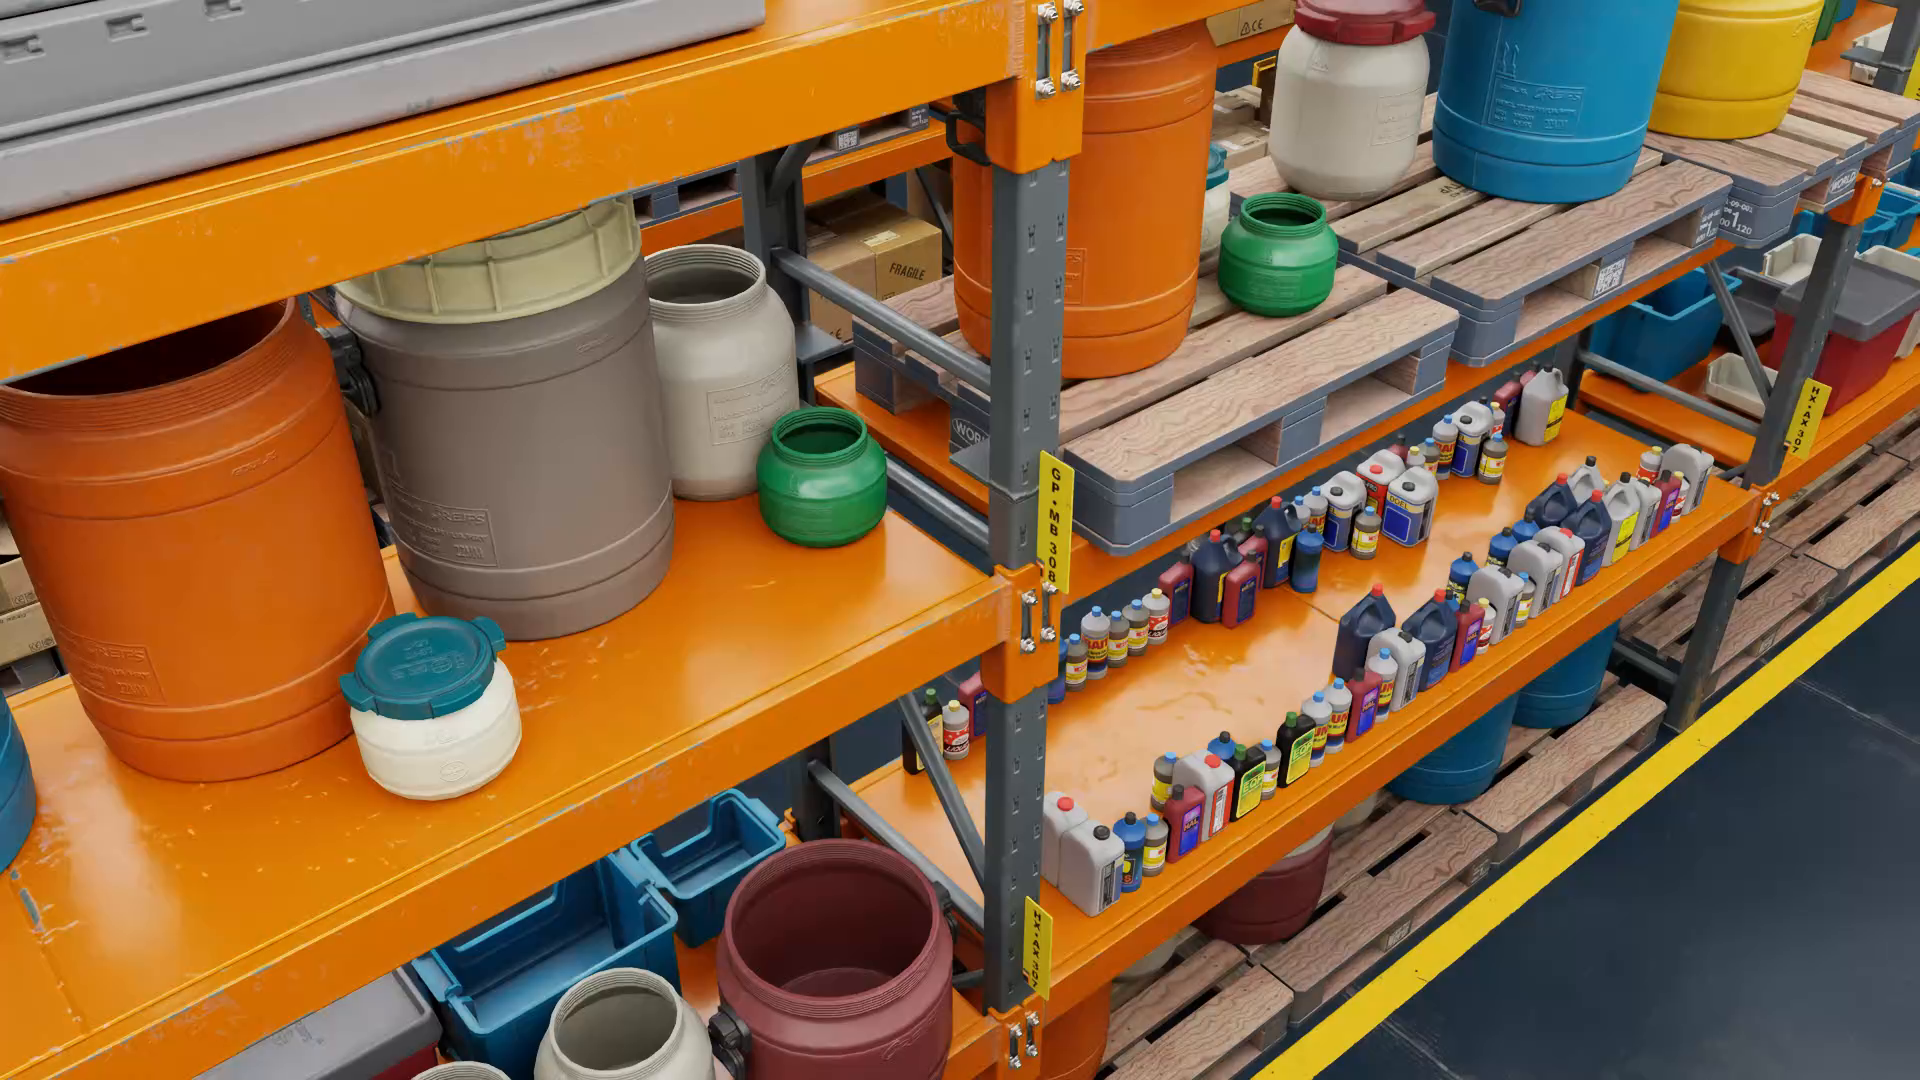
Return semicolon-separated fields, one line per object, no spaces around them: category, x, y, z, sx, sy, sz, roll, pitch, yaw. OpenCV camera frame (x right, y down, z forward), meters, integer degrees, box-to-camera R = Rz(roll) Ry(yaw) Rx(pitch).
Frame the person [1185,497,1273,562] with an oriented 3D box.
person;1.273;-0.334;7.530;0.556;1.762;0.483;-26;43;-31
